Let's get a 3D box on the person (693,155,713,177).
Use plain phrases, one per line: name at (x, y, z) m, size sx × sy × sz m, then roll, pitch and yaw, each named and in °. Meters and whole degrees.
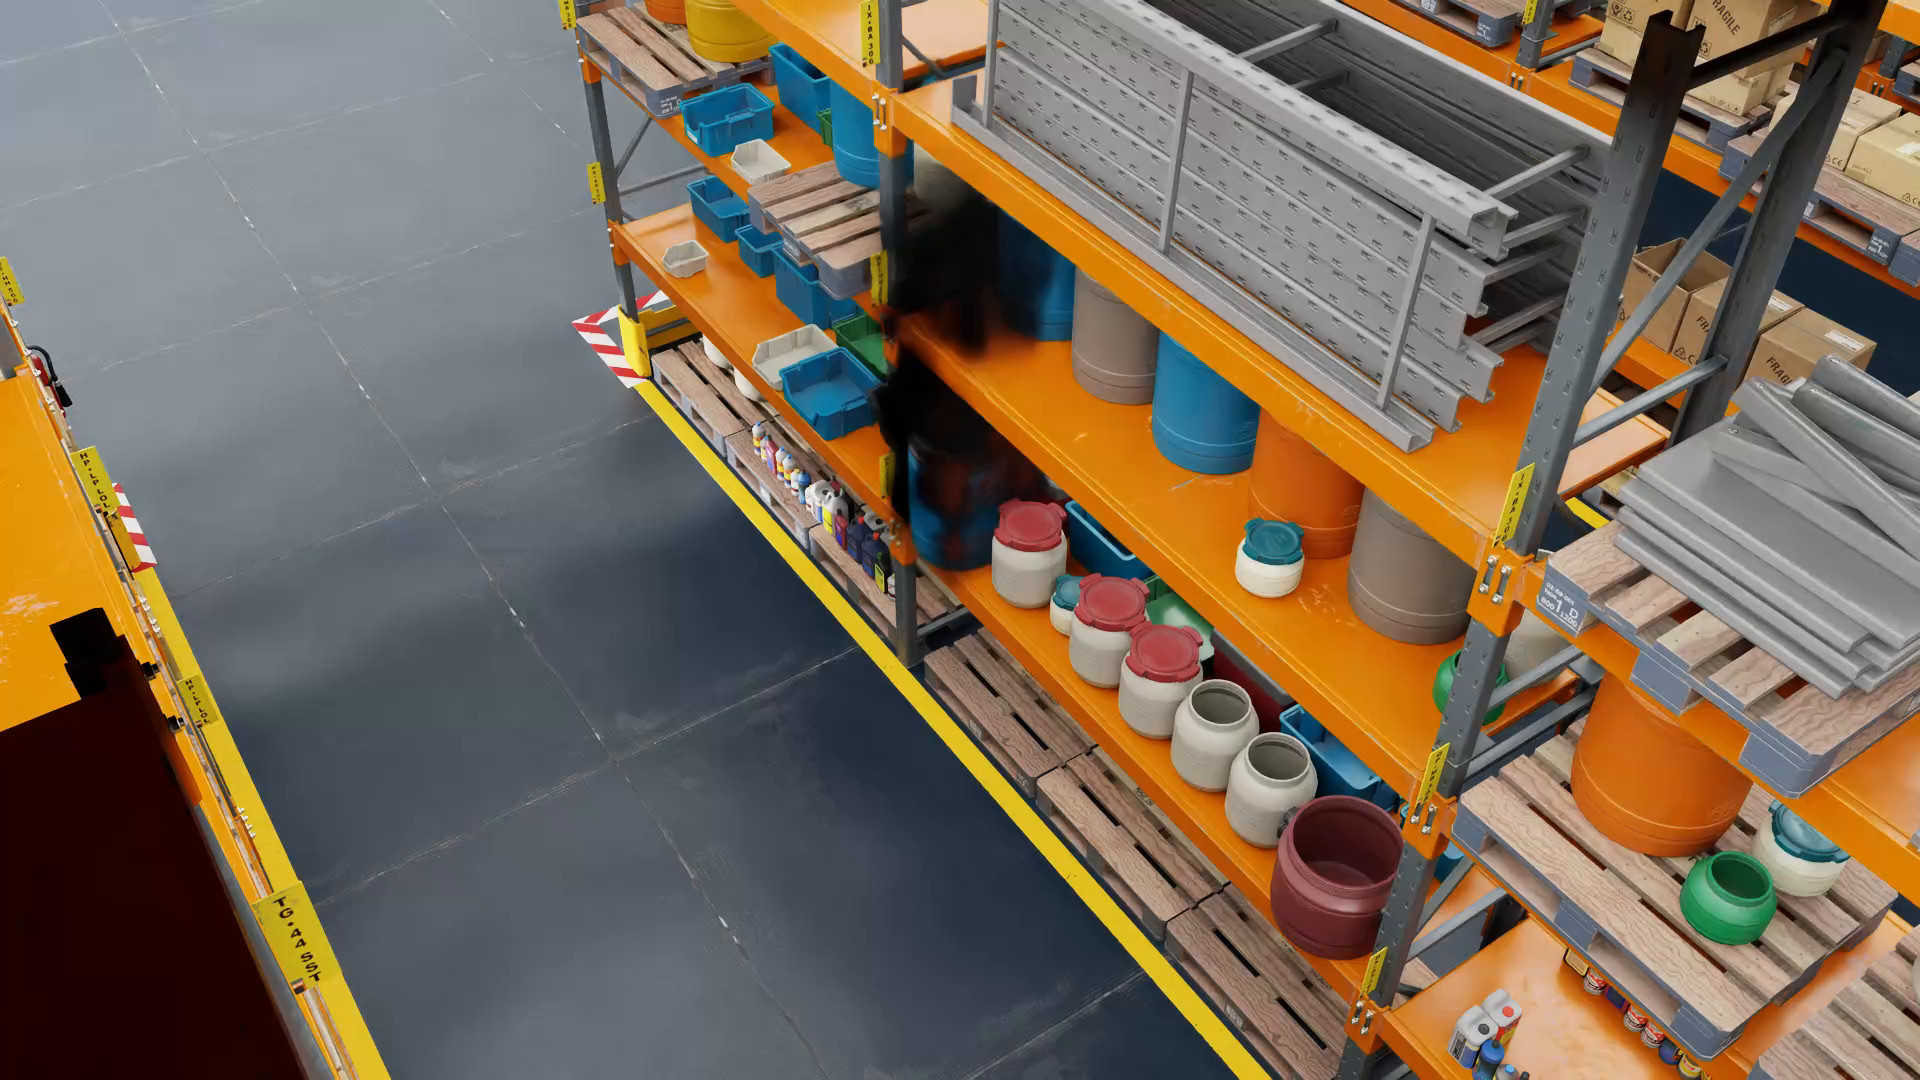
person at (-1.950, -2.999, 13.799) m, size 0.858 × 1.734 × 0.695 m, roll 11°, pitch 44°, yaw 12°
